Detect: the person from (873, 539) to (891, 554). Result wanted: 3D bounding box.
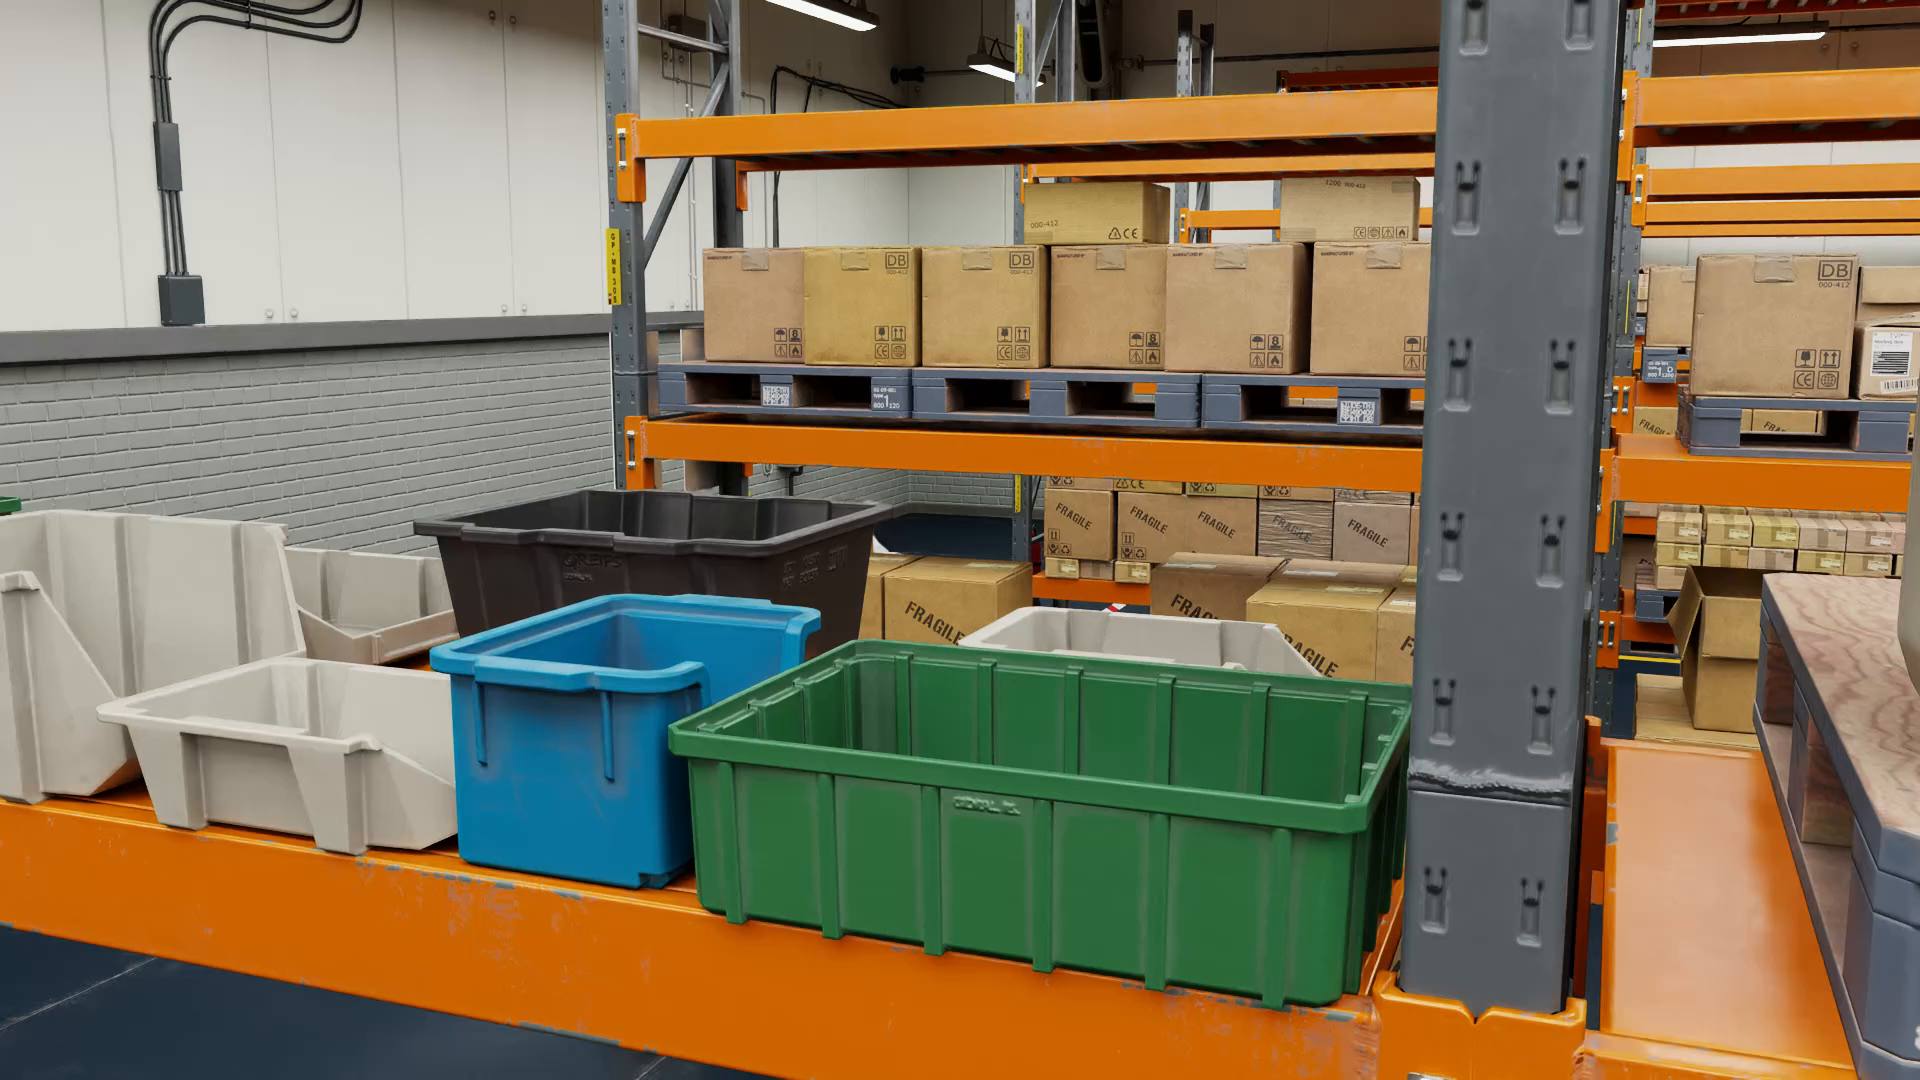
[{"bbox_3d":[-0.990,0.276,17.408,0.831,0.965,0.494,3,9,21],"label":"person"}]
